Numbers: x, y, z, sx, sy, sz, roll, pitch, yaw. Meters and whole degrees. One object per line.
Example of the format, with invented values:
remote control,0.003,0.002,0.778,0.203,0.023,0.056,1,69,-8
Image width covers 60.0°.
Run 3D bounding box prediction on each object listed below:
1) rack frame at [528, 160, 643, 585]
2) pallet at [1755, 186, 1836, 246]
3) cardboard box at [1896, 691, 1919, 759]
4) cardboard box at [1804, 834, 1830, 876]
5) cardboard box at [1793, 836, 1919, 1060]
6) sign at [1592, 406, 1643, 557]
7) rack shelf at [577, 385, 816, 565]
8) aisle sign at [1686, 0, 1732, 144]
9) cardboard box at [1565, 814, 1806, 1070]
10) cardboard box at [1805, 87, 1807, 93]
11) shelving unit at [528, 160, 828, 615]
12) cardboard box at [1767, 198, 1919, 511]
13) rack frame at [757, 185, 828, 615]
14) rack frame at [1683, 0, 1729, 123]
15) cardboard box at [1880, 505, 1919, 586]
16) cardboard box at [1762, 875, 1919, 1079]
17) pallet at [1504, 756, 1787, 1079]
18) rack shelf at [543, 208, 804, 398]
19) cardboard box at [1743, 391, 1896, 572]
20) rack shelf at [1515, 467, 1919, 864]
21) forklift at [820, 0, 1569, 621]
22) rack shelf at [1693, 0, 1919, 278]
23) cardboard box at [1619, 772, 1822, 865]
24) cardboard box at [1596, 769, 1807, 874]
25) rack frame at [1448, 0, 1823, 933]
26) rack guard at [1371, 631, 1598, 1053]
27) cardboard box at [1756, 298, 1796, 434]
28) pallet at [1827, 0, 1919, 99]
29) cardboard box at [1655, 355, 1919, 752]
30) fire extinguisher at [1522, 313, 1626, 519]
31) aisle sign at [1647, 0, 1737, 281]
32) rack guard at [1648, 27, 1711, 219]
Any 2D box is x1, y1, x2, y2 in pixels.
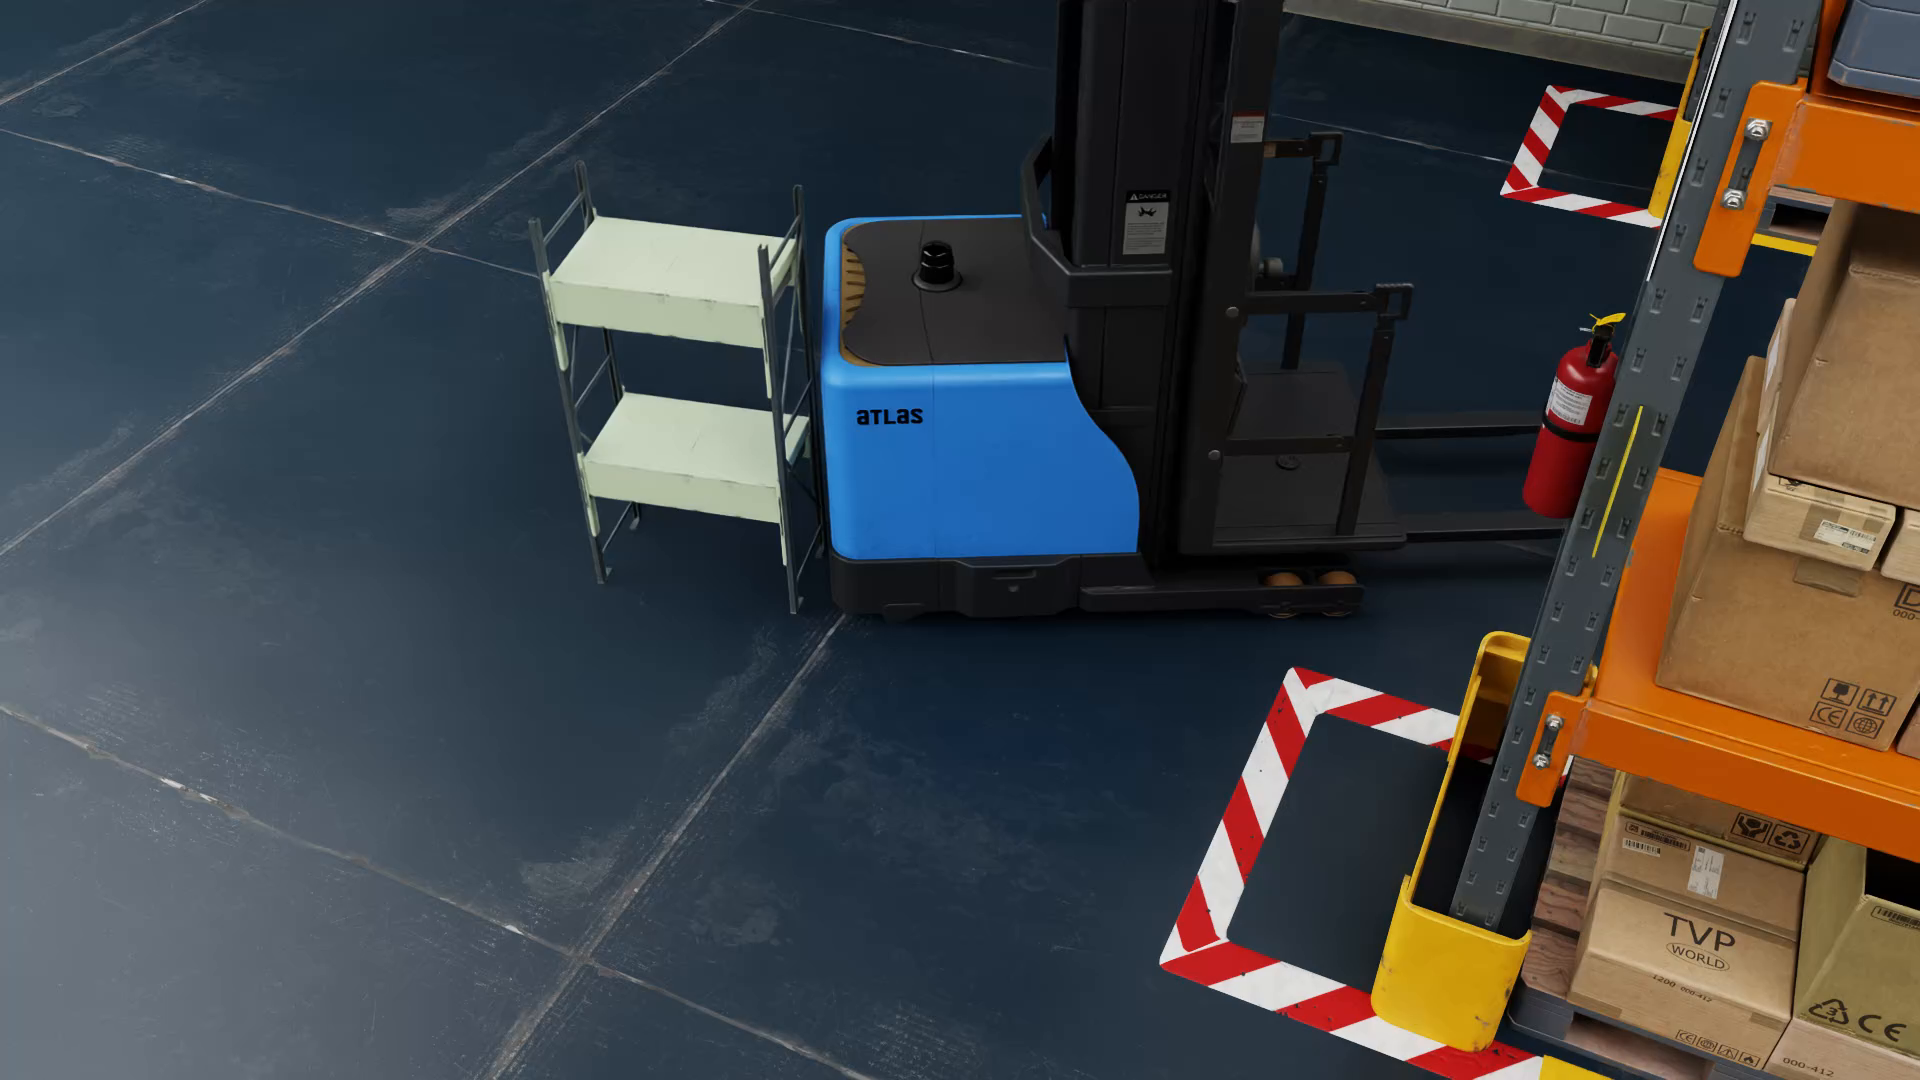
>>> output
rack frame,-1.266,-0.532,5.718,0.023,1.500,0.400,8,42,9
pallet,4.453,-1.706,8.057,1.213,0.211,1.003,17,44,19
cardboard box,2.467,0.156,3.703,0.500,0.500,0.700,18,44,20
cardboard box,2.640,0.899,4.701,0.500,0.250,0.500,17,44,19
cardboard box,2.417,0.929,4.094,0.500,0.500,0.500,17,44,19
sign,1.331,-0.115,3.371,0.005,0.325,0.100,17,44,19
rack shelf,-0.909,-0.233,5.871,0.720,0.370,0.431,8,42,9
aisle sign,1.636,-1.260,3.429,0.004,0.787,0.394,17,44,19
cardboard box,1.963,1.075,4.498,0.500,0.250,0.500,17,44,19
cardboard box,4.251,-1.932,7.906,0.500,0.311,0.500,12,42,14
shelving unit,-0.909,-0.479,5.658,0.755,1.500,0.431,8,42,9
cardboard box,2.037,-0.462,3.426,0.500,0.500,0.700,17,44,19
rack frame,-0.551,-0.427,5.598,0.023,1.500,0.400,8,42,9
rack frame,3.662,-3.027,7.452,0.127,3.000,1.000,17,44,19
cardboard box,2.076,-0.060,3.458,0.250,0.149,0.380,16,43,18
cardboard box,2.418,1.212,4.341,0.500,0.250,0.500,17,44,19
pallet,2.282,1.155,4.756,1.213,0.211,1.003,17,44,19
rack shelf,-0.909,-0.774,5.402,0.720,0.370,0.431,8,42,9
cardboard box,1.836,-0.132,3.540,0.250,0.149,0.380,17,44,18
rack shelf,3.384,0.740,3.655,4.000,0.370,1.077,17,44,19
forklift,1.039,-1.177,5.370,3.031,2.935,1.130,-2,41,-2
rack shelf,3.384,-0.393,2.673,4.000,0.370,1.077,17,44,19
cardboard box,2.183,0.483,4.608,0.500,0.500,0.500,17,44,19
cardboard box,2.182,0.768,4.852,0.500,0.250,0.500,17,44,19
rack frame,1.571,-0.085,4.058,0.127,3.000,1.000,17,44,19
rack guard,1.550,0.853,4.885,0.348,0.500,1.175,17,44,19
cardboard box,1.998,-0.376,3.822,0.250,0.149,0.380,16,44,18
pallet,2.201,-0.974,2.861,1.213,0.211,1.003,17,44,19
cardboard box,1.989,0.014,3.868,0.500,0.500,0.700,17,44,19
fire extinguisher,1.661,-0.365,4.440,0.183,0.674,0.296,17,44,19
aisle sign,1.382,-0.904,3.018,0.004,0.787,0.394,17,44,19
rack guard,3.731,-2.061,8.246,0.348,0.500,1.175,17,44,19
